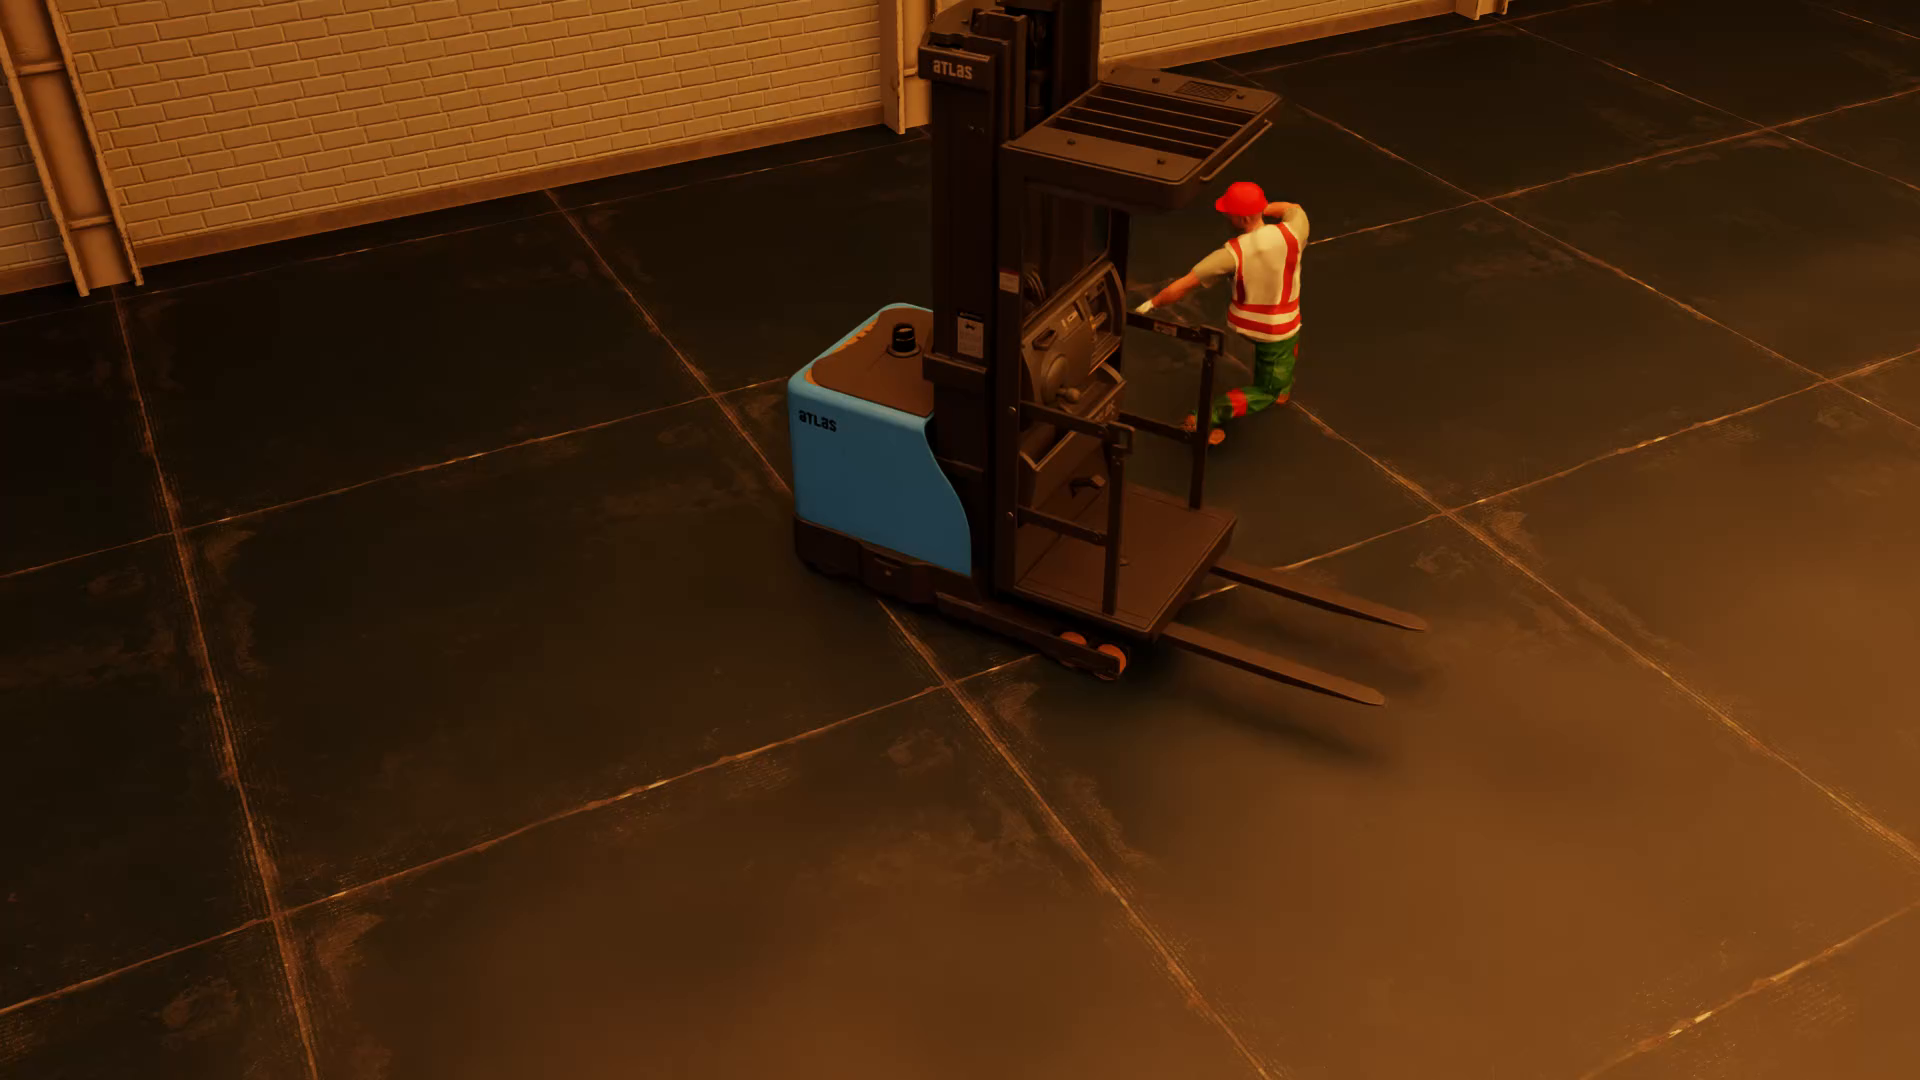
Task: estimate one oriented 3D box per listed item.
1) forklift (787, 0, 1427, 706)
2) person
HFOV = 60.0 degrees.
[{"bbox_3d":[0.695,-0.895,7.390,3.031,2.935,1.130,18,39,24],"label":"forklift"},{"bbox_3d":[1.500,-1.318,9.252,0.825,1.510,0.991,21,40,27],"label":"person"}]
